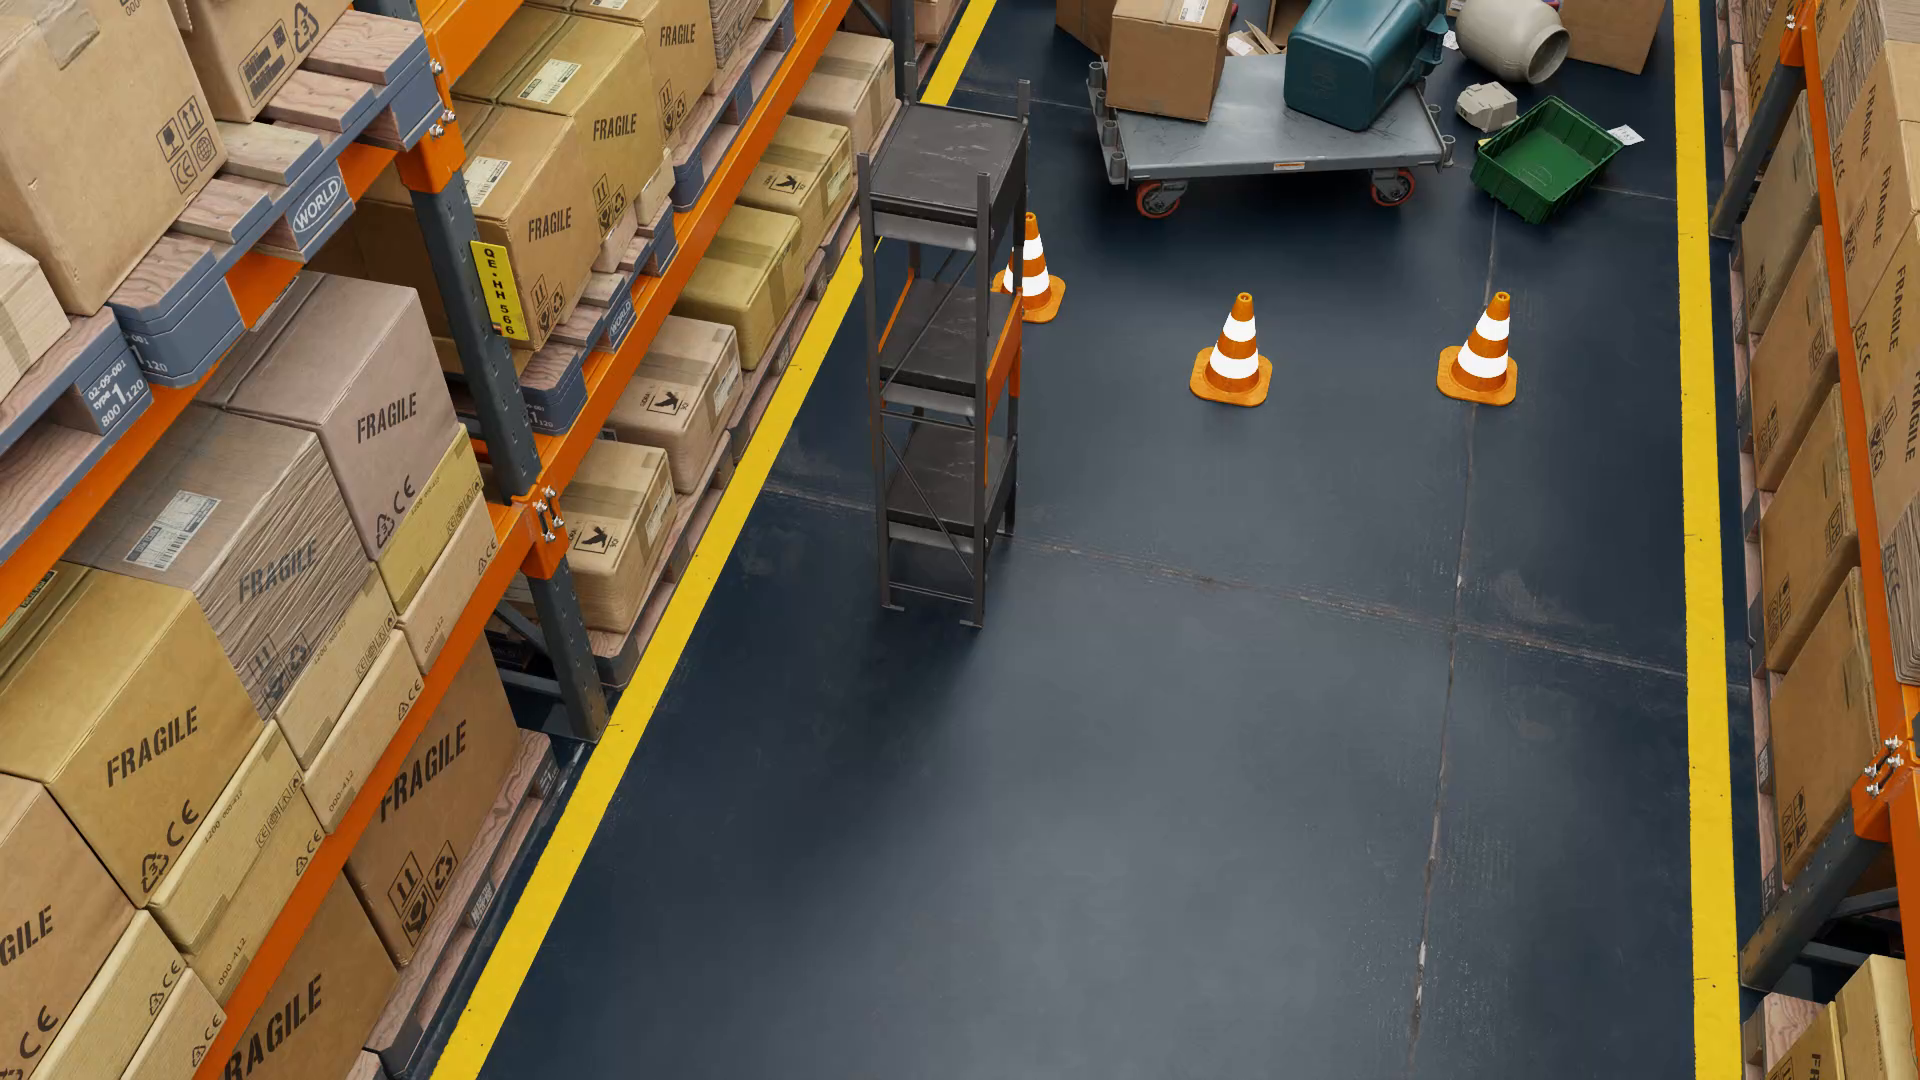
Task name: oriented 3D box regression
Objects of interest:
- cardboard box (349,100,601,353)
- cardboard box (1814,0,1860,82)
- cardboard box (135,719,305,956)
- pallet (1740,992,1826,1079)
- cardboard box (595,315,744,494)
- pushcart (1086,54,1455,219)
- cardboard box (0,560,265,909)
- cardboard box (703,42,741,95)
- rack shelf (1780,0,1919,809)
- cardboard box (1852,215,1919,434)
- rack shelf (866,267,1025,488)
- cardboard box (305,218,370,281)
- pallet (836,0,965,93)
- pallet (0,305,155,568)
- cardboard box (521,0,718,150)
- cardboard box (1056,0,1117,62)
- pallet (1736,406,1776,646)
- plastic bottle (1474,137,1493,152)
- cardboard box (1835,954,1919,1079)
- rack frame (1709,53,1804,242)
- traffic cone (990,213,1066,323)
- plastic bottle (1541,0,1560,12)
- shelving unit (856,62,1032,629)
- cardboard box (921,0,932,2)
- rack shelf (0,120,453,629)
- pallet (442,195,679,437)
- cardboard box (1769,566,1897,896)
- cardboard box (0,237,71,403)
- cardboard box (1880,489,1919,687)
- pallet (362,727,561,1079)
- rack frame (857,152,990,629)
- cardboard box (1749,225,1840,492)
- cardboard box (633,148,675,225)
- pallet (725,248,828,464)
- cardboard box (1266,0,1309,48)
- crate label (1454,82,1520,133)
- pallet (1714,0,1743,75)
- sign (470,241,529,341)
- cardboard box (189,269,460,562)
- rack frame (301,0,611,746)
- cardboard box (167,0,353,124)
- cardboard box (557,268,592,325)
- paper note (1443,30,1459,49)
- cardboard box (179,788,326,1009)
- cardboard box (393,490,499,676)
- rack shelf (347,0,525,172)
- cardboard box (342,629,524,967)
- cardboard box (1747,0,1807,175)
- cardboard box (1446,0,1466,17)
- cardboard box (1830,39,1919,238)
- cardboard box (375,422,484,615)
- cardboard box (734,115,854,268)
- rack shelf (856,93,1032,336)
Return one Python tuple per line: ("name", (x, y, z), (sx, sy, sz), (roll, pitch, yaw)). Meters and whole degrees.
("cardboard box", (-1.435, -0.943, 4.955), (0.500, 0.500, 0.500), (10, 49, 9))
("cardboard box", (3.681, -2.088, 6.444), (0.500, 0.500, 0.500), (12, 50, 10))
("cardboard box", (-1.905, 0.638, 3.871), (0.500, 0.250, 0.500), (10, 49, 9))
("pallet", (2.819, 1.999, 4.764), (1.003, 0.211, 1.213), (12, 50, 10))
("cardboard box", (-1.431, -0.604, 6.674), (0.950, 0.372, 0.625), (11, 49, 9))
("pushcart", (1.489, -2.004, 8.186), (1.648, 0.377, 0.936), (-4, 49, -3))
("cardboard box", (-1.924, 0.400, 3.582), (0.500, 0.500, 0.500), (12, 50, 10))
("cardboard box", (-1.039, -1.806, 6.150), (0.380, 0.149, 0.250), (13, 50, 11))
("rack shelf", (3.552, -0.697, 5.763), (1.077, 0.370, 4.000), (12, 50, 10))
("cardboard box", (3.150, -0.623, 5.151), (0.500, 0.500, 0.500), (11, 49, 9))
("rack shelf", (-0.044, -0.566, 5.786), (0.431, 0.518, 0.480), (12, 50, 10))
("cardboard box", (-1.925, -1.047, 5.047), (0.500, 0.500, 0.500), (10, 49, 9))
("pallet", (-0.581, -2.856, 9.048), (1.003, 0.211, 1.213), (12, 50, 10))
("pallet", (-2.186, -0.037, 2.826), (1.003, 0.211, 1.213), (14, 50, 12))
("cardboard box", (-1.171, -1.706, 5.629), (0.500, 0.500, 0.500), (12, 50, 11))
("cardboard box", (0.871, -2.966, 8.951), (0.500, 0.500, 0.500), (-27, 54, -22))
("pallet", (3.629, -0.001, 6.529), (1.003, 0.211, 1.213), (12, 50, 10))
("plastic bottle", (2.695, -1.907, 8.311), (0.133, 0.061, 0.283), (-11, 50, -10))
("cardboard box", (2.611, 1.402, 4.317), (0.500, 0.250, 0.500), (10, 49, 8))
("rack frame", (4.079, -2.382, 6.770), (1.000, 3.000, 0.127), (12, 50, 10))
("traffic cone", (0.301, -1.273, 7.484), (0.336, 0.463, 0.334), (12, 50, 10))
("plastic bottle", (3.180, -2.993, 9.269), (0.283, 0.061, 0.133), (-4, 49, -3))
("shelving unit", (-0.044, -0.575, 5.776), (0.431, 2.100, 0.503), (12, 50, 10))
("cardboard box", (-0.308, -3.136, 8.490), (0.500, 0.500, 0.500), (14, 50, 12))
("rack shelf", (-2.303, 0.300, 2.883), (1.077, 0.370, 4.000), (12, 50, 10))
("pallet", (-1.691, -0.865, 5.560), (1.213, 0.211, 1.003), (12, 50, 10))
("cardboard box", (3.273, 0.694, 5.276), (1.050, 0.750, 0.750), (11, 49, 10))
("cardboard box", (-1.801, -0.414, 2.843), (0.396, 0.266, 0.258), (10, 49, 9))
("cardboard box", (2.885, 0.099, 4.514), (0.500, 0.500, 0.500), (12, 50, 10))
("pallet", (-2.056, 1.086, 5.570), (1.003, 0.211, 1.213), (12, 50, 10))
("rack frame", (-0.108, -0.399, 5.620), (0.400, 2.100, 0.015), (12, 50, 10))
("cardboard box", (3.744, -0.613, 6.429), (1.050, 0.750, 0.750), (12, 50, 10))
("cardboard box", (-1.196, -1.228, 5.640), (0.380, 0.149, 0.250), (12, 50, 10))
("pallet", (-1.246, -0.914, 7.335), (1.003, 0.211, 1.213), (12, 50, 10))
("cardboard box", (2.071, -2.950, 8.846), (0.797, 0.637, 0.503), (12, 50, 10))
("crate label", (2.709, -2.235, 8.550), (0.298, 0.136, 0.250), (-19, 51, -16))
("pallet", (4.673, -2.879, 9.069), (1.003, 0.211, 1.213), (12, 50, 10))
("sign", (-1.240, -0.668, 4.486), (0.100, 0.325, 0.005), (12, 50, 10))
("cardboard box", (-1.660, -0.331, 4.226), (0.500, 0.500, 0.500), (10, 49, 9))
("rack frame", (-1.776, -0.392, 5.014), (1.000, 3.000, 0.127), (12, 50, 10))
("cardboard box", (-1.730, -1.256, 3.427), (0.797, 0.503, 0.637), (9, 49, 8))
("cardboard box", (-1.405, -0.844, 5.301), (0.380, 0.149, 0.250), (9, 49, 8))
("paper note", (2.671, -2.740, 9.072), (0.172, 0.023, 0.155), (28, 54, 22))
("cardboard box", (-1.926, 0.808, 4.055), (0.500, 0.250, 0.500), (11, 50, 10))
("cardboard box", (-1.659, 0.074, 4.703), (0.500, 0.250, 0.500), (10, 49, 9))
("rack shelf", (-1.250, -2.594, 5.436), (1.077, 0.370, 4.000), (12, 50, 10))
("cardboard box", (-2.038, 0.655, 5.227), (0.875, 0.875, 0.875), (11, 50, 10))
("cardboard box", (4.312, -2.259, 7.799), (0.875, 0.875, 0.875), (12, 50, 11))
("cardboard box", (2.754, -3.084, 9.214), (0.396, 0.266, 0.258), (19, 51, 16))
("cardboard box", (3.414, -1.361, 5.803), (0.500, 0.500, 0.500), (11, 50, 10))
("cardboard box", (-1.659, -0.108, 4.530), (0.500, 0.250, 0.500), (11, 50, 10))
("cardboard box", (-1.045, -1.655, 7.601), (0.950, 0.372, 0.625), (14, 50, 12))
("rack shelf", (-0.044, -1.029, 5.261), (0.431, 0.518, 0.480), (12, 50, 10))
